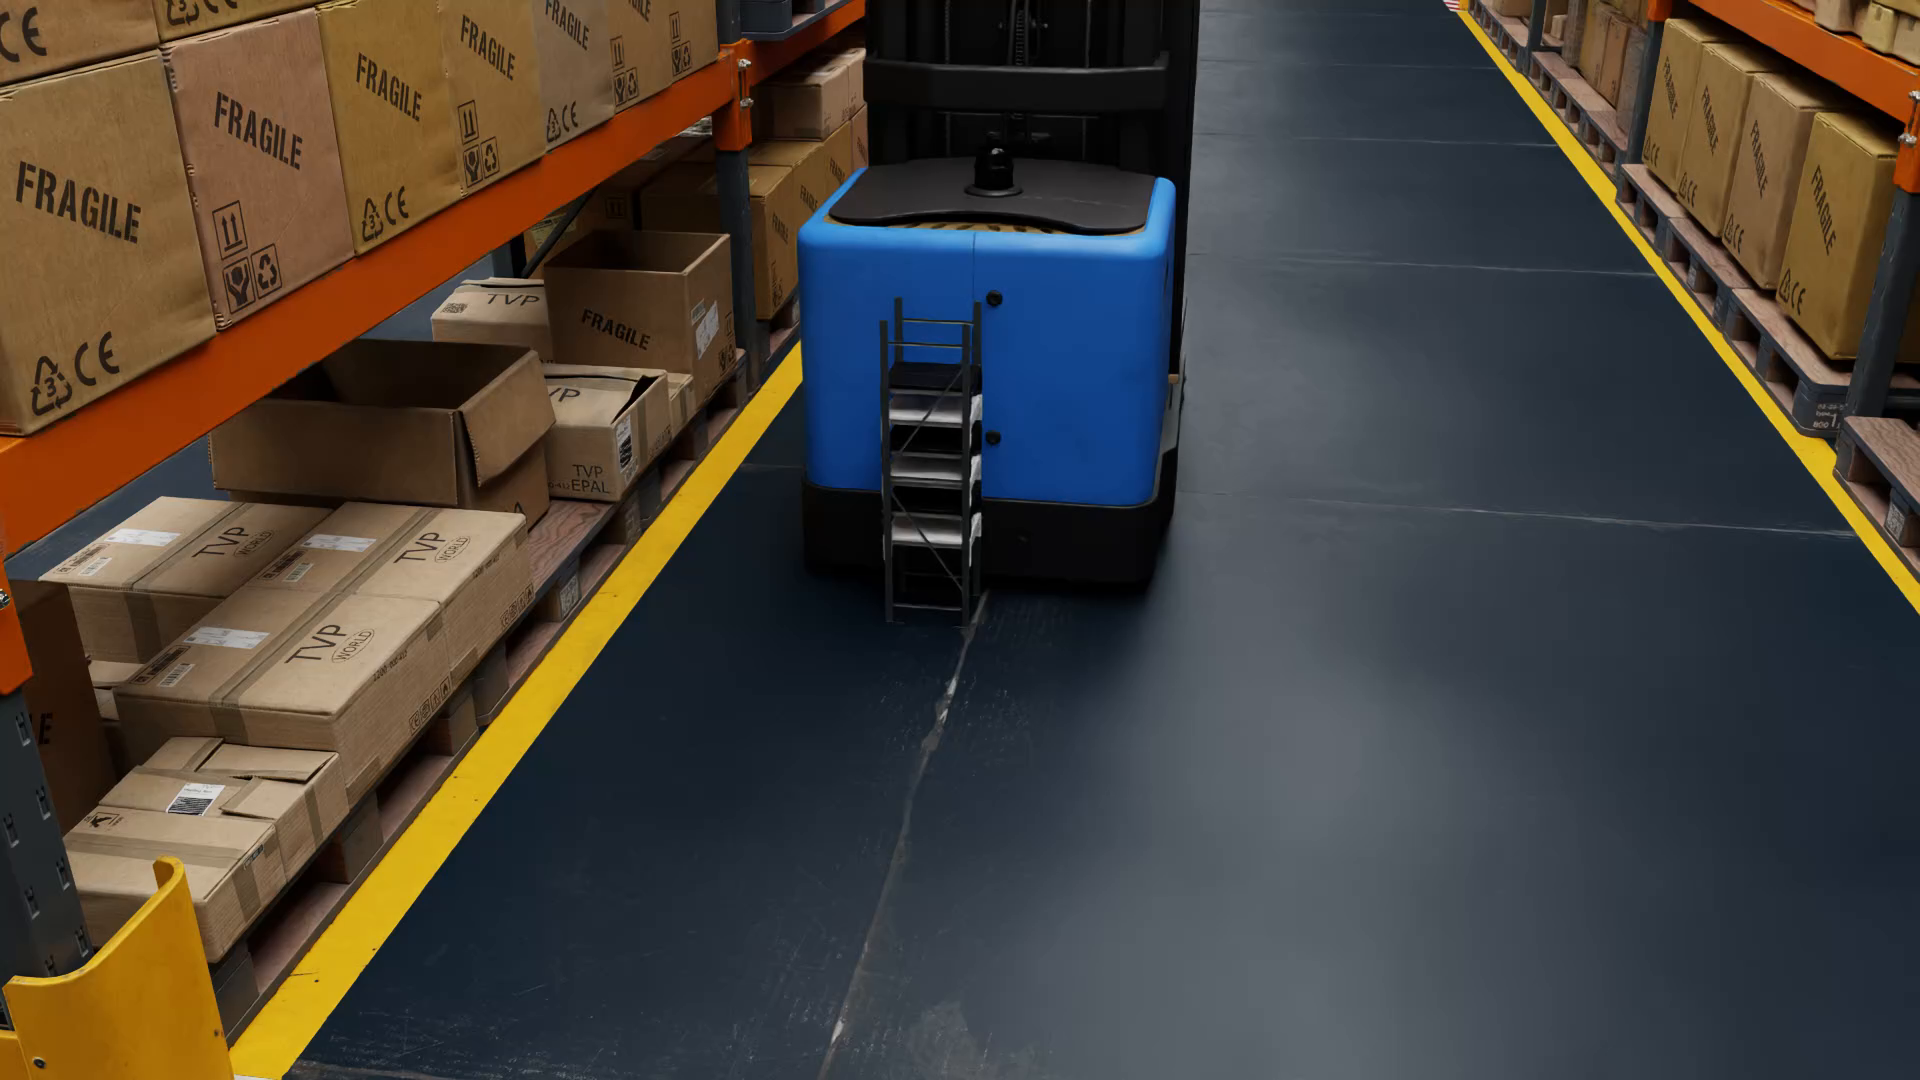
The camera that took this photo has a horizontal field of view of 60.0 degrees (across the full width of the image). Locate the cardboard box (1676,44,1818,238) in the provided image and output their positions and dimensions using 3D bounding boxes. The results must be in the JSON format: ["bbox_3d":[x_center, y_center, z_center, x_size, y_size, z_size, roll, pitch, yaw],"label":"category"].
[{"bbox_3d":[3.857,-1.846,7.696,0.750,0.750,0.750,4,25,8],"label":"cardboard box"}]

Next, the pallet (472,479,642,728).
[{"bbox_3d":[-1.595,0.099,4.789,1.003,0.211,1.213,4,25,9],"label":"pallet"}]

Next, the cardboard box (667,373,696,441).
[{"bbox_3d":[-1.100,-0.452,5.520,0.380,0.149,0.250,4,25,9],"label":"cardboard box"}]

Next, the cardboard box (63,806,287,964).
[{"bbox_3d":[-1.531,0.651,3.165,0.380,0.149,0.250,4,25,9],"label":"cardboard box"}]

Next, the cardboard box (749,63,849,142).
[{"bbox_3d":[-0.802,-1.973,7.472,0.500,0.250,0.500,4,25,9],"label":"cardboard box"}]

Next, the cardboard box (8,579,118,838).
[{"bbox_3d":[-2.093,0.399,3.289,0.500,0.500,0.500,4,25,9],"label":"cardboard box"}]

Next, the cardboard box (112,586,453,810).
[{"bbox_3d":[-1.488,0.340,3.711,0.500,0.250,0.500,4,25,9],"label":"cardboard box"}]

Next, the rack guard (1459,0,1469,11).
[{"bbox_3d":[5.552,-5.476,16.359,1.175,0.500,0.348,4,25,9],"label":"rack guard"}]

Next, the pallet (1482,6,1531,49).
[{"bbox_3d":[5.182,-4.499,14.612,1.003,0.211,1.213,4,25,9],"label":"pallet"}]

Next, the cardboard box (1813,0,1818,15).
[{"bbox_3d":[3.574,-2.102,6.475,0.380,0.149,0.250,4,25,9],"label":"cardboard box"}]

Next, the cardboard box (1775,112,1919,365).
[{"bbox_3d":[3.581,-1.118,6.141,0.750,0.750,0.750,4,25,9],"label":"cardboard box"}]

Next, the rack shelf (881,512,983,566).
[{"bbox_3d":[-0.076,-0.011,4.716,0.258,0.077,0.200,4,25,8],"label":"rack shelf"}]

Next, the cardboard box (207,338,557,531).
[{"bbox_3d":[-1.587,-0.245,4.661,0.797,0.503,0.637,4,25,9],"label":"cardboard box"}]

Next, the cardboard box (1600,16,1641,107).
[{"bbox_3d":[4.575,-3.083,10.727,0.700,0.500,0.500,4,25,8],"label":"cardboard box"}]

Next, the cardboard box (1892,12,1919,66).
[{"bbox_3d":[3.379,-1.677,5.567,0.380,0.149,0.250,4,25,9],"label":"cardboard box"}]

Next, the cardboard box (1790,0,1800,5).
[{"bbox_3d":[3.684,-2.316,6.932,0.380,0.149,0.250,5,26,10],"label":"cardboard box"}]

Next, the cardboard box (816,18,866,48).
[{"bbox_3d":[-0.558,-2.611,8.835,0.500,0.250,0.500,5,26,11],"label":"cardboard box"}]

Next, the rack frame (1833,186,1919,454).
[{"bbox_3d":[3.603,-1.621,5.174,1.000,3.000,0.127,4,25,9],"label":"rack frame"}]

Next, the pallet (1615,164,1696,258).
[{"bbox_3d":[4.053,-1.706,8.646,1.003,0.211,1.213,4,25,9],"label":"pallet"}]

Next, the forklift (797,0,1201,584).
[{"bbox_3d":[0.271,-1.798,5.634,1.130,2.935,3.031,4,25,8],"label":"forklift"}]

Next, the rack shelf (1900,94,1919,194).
[{"bbox_3d":[3.276,-0.459,3.540,1.077,0.370,4.000,4,25,9],"label":"rack shelf"}]

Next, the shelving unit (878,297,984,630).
[{"bbox_3d":[-0.076,-0.205,4.626,0.258,0.900,0.210,4,25,8],"label":"shelving unit"}]

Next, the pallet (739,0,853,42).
[{"bbox_3d":[-1.047,-2.202,6.643,1.003,0.211,1.213,4,25,9],"label":"pallet"}]

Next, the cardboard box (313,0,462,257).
[{"bbox_3d":[-1.442,-0.928,3.576,0.500,0.500,0.500,4,25,8],"label":"cardboard box"}]

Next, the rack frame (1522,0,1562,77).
[{"bbox_3d":[4.910,-4.967,12.323,1.000,3.000,0.127,4,25,9],"label":"rack frame"}]

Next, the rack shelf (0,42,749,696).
[{"bbox_3d":[-1.612,-0.800,4.270,1.077,0.370,4.000,4,25,9],"label":"rack shelf"}]

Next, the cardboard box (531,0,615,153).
[{"bbox_3d":[-1.278,-1.350,4.478,0.500,0.500,0.500,5,25,10],"label":"cardboard box"}]

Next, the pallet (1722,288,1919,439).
[{"bbox_3d":[3.655,-0.686,6.466,1.003,0.211,1.213,4,25,9],"label":"pallet"}]

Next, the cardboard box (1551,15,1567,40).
[{"bbox_3d":[4.968,-4.109,13.312,0.380,0.166,0.250,1,25,2],"label":"cardboard box"}]

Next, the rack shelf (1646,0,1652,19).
[{"bbox_3d":[4.583,-3.804,10.688,1.077,0.370,4.000,4,25,9],"label":"rack shelf"}]

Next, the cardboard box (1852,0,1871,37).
[{"bbox_3d":[3.483,-1.889,6.021,0.380,0.149,0.250,5,26,10],"label":"cardboard box"}]

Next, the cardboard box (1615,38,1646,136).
[{"bbox_3d":[4.323,-2.666,9.836,0.700,0.500,0.500,4,25,9],"label":"cardboard box"}]

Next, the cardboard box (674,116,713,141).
[{"bbox_3d":[-1.316,-1.672,7.713,0.500,0.500,0.500,4,25,9],"label":"cardboard box"}]

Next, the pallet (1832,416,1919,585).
[{"bbox_3d":[3.401,-0.045,5.098,1.003,0.211,1.213,4,25,9],"label":"pallet"}]

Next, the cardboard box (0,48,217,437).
[{"bbox_3d":[-1.606,-0.502,2.667,0.500,0.500,0.500,5,25,10],"label":"cardboard box"}]

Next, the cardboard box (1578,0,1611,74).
[{"bbox_3d":[4.771,-3.505,11.630,0.700,0.500,0.500,4,25,7],"label":"cardboard box"}]

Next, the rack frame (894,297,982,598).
[{"bbox_3d":[-0.060,-0.247,4.717,0.240,0.900,0.006,4,25,8],"label":"rack frame"}]

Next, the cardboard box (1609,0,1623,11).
[{"bbox_3d":[4.656,-3.662,11.081,0.500,0.250,0.500,3,25,7],"label":"cardboard box"}]

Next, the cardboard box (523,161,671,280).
[{"bbox_3d":[-1.487,-1.256,6.824,0.500,0.500,0.500,4,25,8],"label":"cardboard box"}]

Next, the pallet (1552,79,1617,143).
[{"bbox_3d":[4.587,-2.866,11.125,1.003,0.211,1.213,4,25,9],"label":"pallet"}]

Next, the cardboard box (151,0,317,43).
[{"bbox_3d":[-1.528,-1.174,2.923,0.500,0.500,0.500,4,25,9],"label":"cardboard box"}]

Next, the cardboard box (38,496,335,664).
[{"bbox_3d":[-1.908,0.117,4.187,0.500,0.250,0.500,4,25,9],"label":"cardboard box"}]

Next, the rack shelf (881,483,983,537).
[{"bbox_3d":[-0.076,-0.093,4.678,0.258,0.077,0.200,4,25,8],"label":"rack shelf"}]

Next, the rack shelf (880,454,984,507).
[{"bbox_3d":[-0.076,-0.174,4.640,0.258,0.077,0.200,4,25,8],"label":"rack shelf"}]

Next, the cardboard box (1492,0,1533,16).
[{"bbox_3d":[5.100,-4.882,14.571,0.700,0.500,0.500,2,25,5],"label":"cardboard box"}]

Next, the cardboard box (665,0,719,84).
[{"bbox_3d":[-1.113,-1.781,5.399,0.500,0.500,0.500,4,25,9],"label":"cardboard box"}]

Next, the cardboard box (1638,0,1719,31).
[{"bbox_3d":[4.478,-3.239,10.177,0.500,0.250,0.500,4,25,10],"label":"cardboard box"}]

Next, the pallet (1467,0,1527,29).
[{"bbox_3d":[5.384,-5.008,15.699,1.003,0.211,1.213,4,25,9],"label":"pallet"}]

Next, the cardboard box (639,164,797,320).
[{"bbox_3d":[-0.965,-1.215,6.737,0.500,0.500,0.500,3,25,6],"label":"cardboard box"}]

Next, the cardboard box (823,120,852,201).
[{"bbox_3d":[-0.800,-1.647,7.661,0.500,0.500,0.500,4,25,9],"label":"cardboard box"}]
